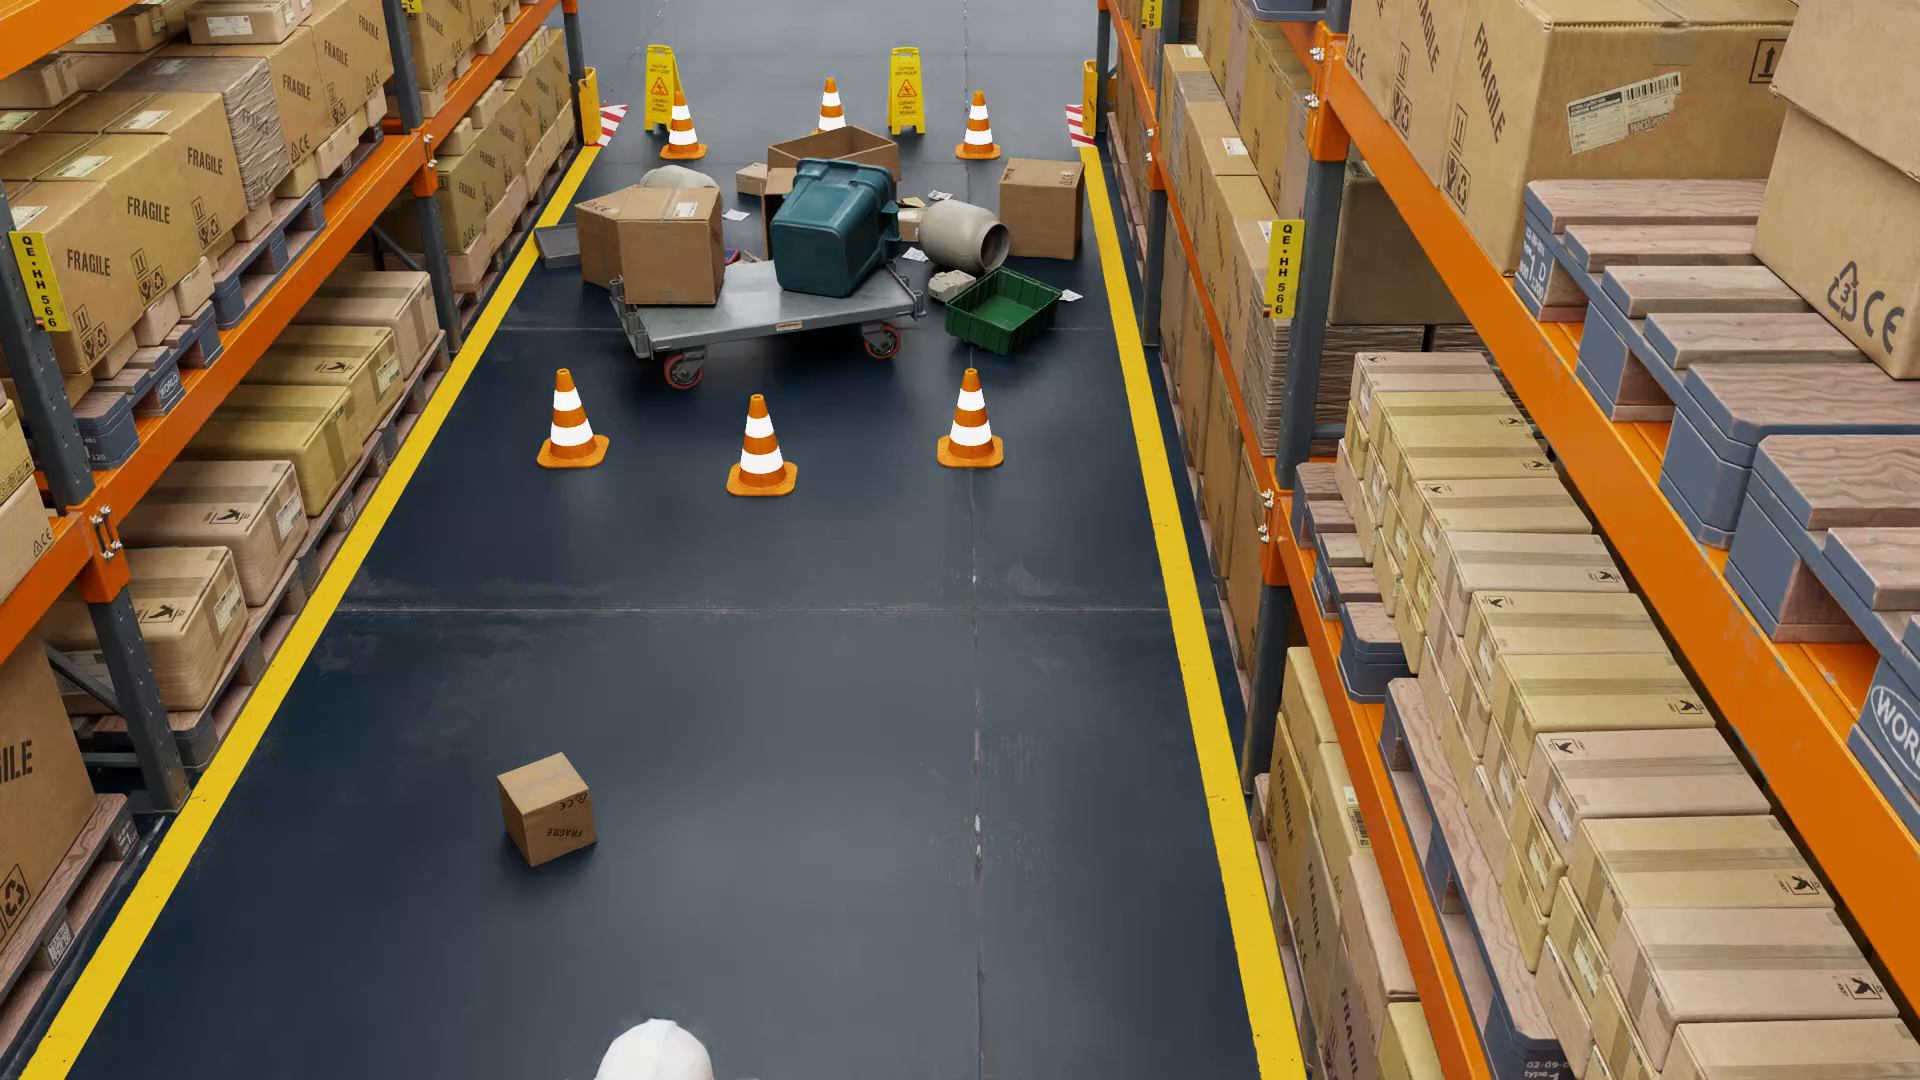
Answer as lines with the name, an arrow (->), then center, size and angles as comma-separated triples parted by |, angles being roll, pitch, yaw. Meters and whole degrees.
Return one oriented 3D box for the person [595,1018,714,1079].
person -> -0.539, 1.723, 3.288 | 0.545, 1.800, 0.758 | -4, 32, -6
